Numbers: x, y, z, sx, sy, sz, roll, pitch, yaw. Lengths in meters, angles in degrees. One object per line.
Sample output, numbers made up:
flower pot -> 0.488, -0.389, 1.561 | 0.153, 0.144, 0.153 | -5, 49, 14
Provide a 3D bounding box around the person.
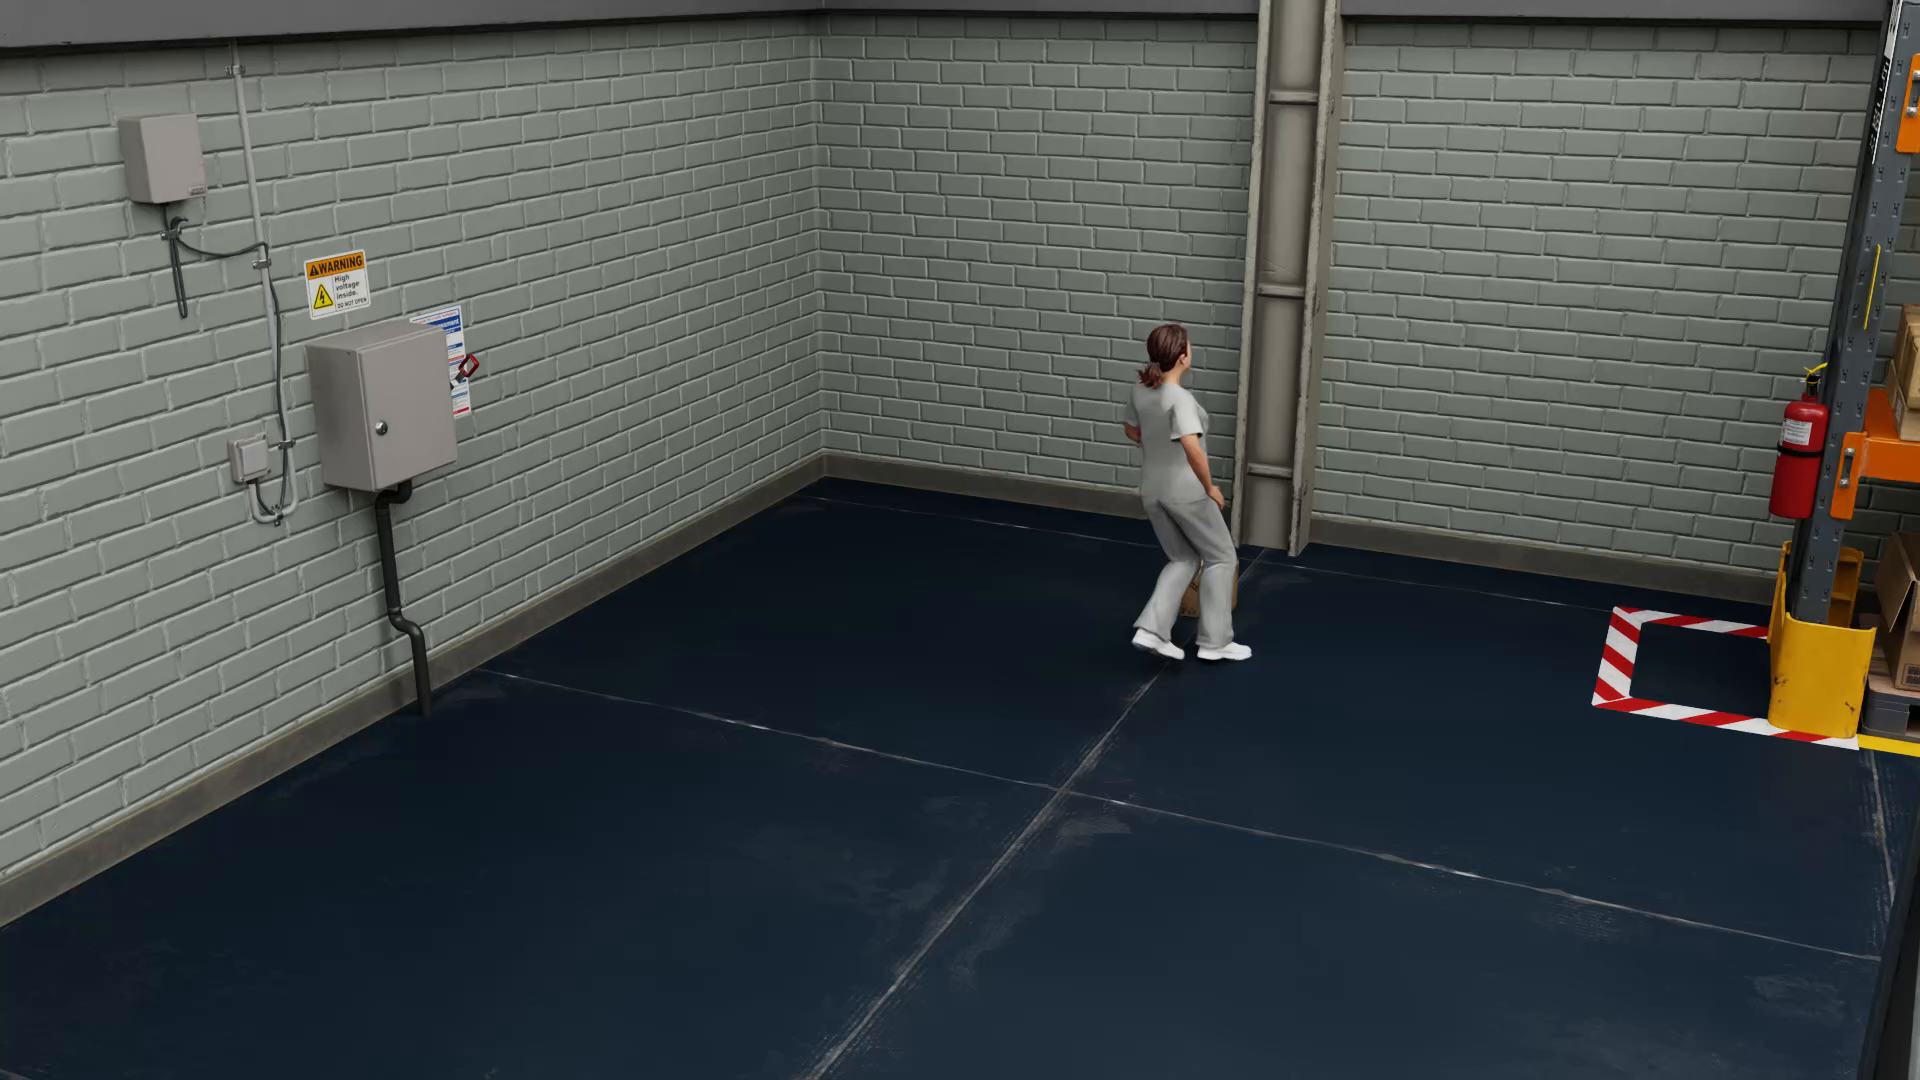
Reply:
person -> 1.023, -0.204, 7.768 | 0.676, 1.647, 0.618 | -13, 23, -33
